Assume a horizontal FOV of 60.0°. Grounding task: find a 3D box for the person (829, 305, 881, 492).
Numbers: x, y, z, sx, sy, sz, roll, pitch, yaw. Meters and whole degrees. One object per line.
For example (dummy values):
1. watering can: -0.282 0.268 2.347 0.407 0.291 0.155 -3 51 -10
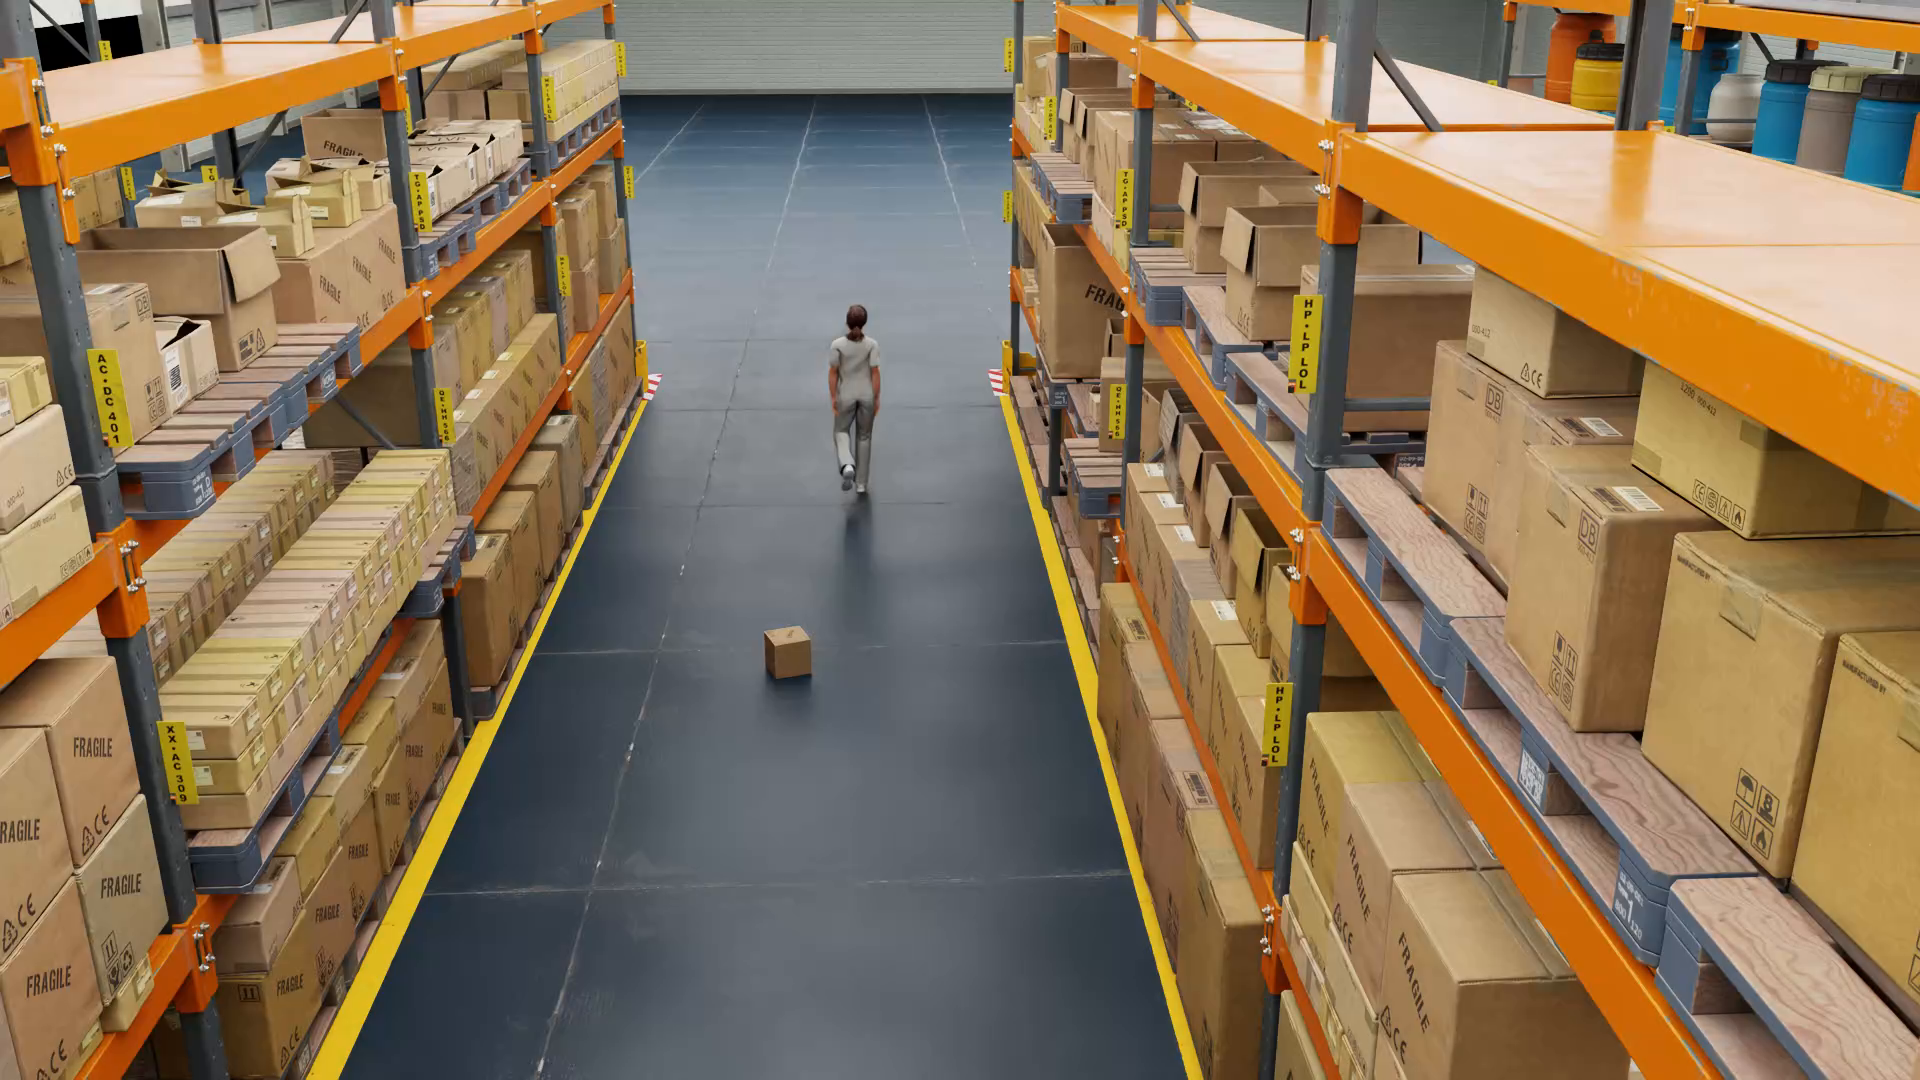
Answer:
1. person: -0.894 -1.192 14.223 0.444 1.655 0.566 -2 21 -5
